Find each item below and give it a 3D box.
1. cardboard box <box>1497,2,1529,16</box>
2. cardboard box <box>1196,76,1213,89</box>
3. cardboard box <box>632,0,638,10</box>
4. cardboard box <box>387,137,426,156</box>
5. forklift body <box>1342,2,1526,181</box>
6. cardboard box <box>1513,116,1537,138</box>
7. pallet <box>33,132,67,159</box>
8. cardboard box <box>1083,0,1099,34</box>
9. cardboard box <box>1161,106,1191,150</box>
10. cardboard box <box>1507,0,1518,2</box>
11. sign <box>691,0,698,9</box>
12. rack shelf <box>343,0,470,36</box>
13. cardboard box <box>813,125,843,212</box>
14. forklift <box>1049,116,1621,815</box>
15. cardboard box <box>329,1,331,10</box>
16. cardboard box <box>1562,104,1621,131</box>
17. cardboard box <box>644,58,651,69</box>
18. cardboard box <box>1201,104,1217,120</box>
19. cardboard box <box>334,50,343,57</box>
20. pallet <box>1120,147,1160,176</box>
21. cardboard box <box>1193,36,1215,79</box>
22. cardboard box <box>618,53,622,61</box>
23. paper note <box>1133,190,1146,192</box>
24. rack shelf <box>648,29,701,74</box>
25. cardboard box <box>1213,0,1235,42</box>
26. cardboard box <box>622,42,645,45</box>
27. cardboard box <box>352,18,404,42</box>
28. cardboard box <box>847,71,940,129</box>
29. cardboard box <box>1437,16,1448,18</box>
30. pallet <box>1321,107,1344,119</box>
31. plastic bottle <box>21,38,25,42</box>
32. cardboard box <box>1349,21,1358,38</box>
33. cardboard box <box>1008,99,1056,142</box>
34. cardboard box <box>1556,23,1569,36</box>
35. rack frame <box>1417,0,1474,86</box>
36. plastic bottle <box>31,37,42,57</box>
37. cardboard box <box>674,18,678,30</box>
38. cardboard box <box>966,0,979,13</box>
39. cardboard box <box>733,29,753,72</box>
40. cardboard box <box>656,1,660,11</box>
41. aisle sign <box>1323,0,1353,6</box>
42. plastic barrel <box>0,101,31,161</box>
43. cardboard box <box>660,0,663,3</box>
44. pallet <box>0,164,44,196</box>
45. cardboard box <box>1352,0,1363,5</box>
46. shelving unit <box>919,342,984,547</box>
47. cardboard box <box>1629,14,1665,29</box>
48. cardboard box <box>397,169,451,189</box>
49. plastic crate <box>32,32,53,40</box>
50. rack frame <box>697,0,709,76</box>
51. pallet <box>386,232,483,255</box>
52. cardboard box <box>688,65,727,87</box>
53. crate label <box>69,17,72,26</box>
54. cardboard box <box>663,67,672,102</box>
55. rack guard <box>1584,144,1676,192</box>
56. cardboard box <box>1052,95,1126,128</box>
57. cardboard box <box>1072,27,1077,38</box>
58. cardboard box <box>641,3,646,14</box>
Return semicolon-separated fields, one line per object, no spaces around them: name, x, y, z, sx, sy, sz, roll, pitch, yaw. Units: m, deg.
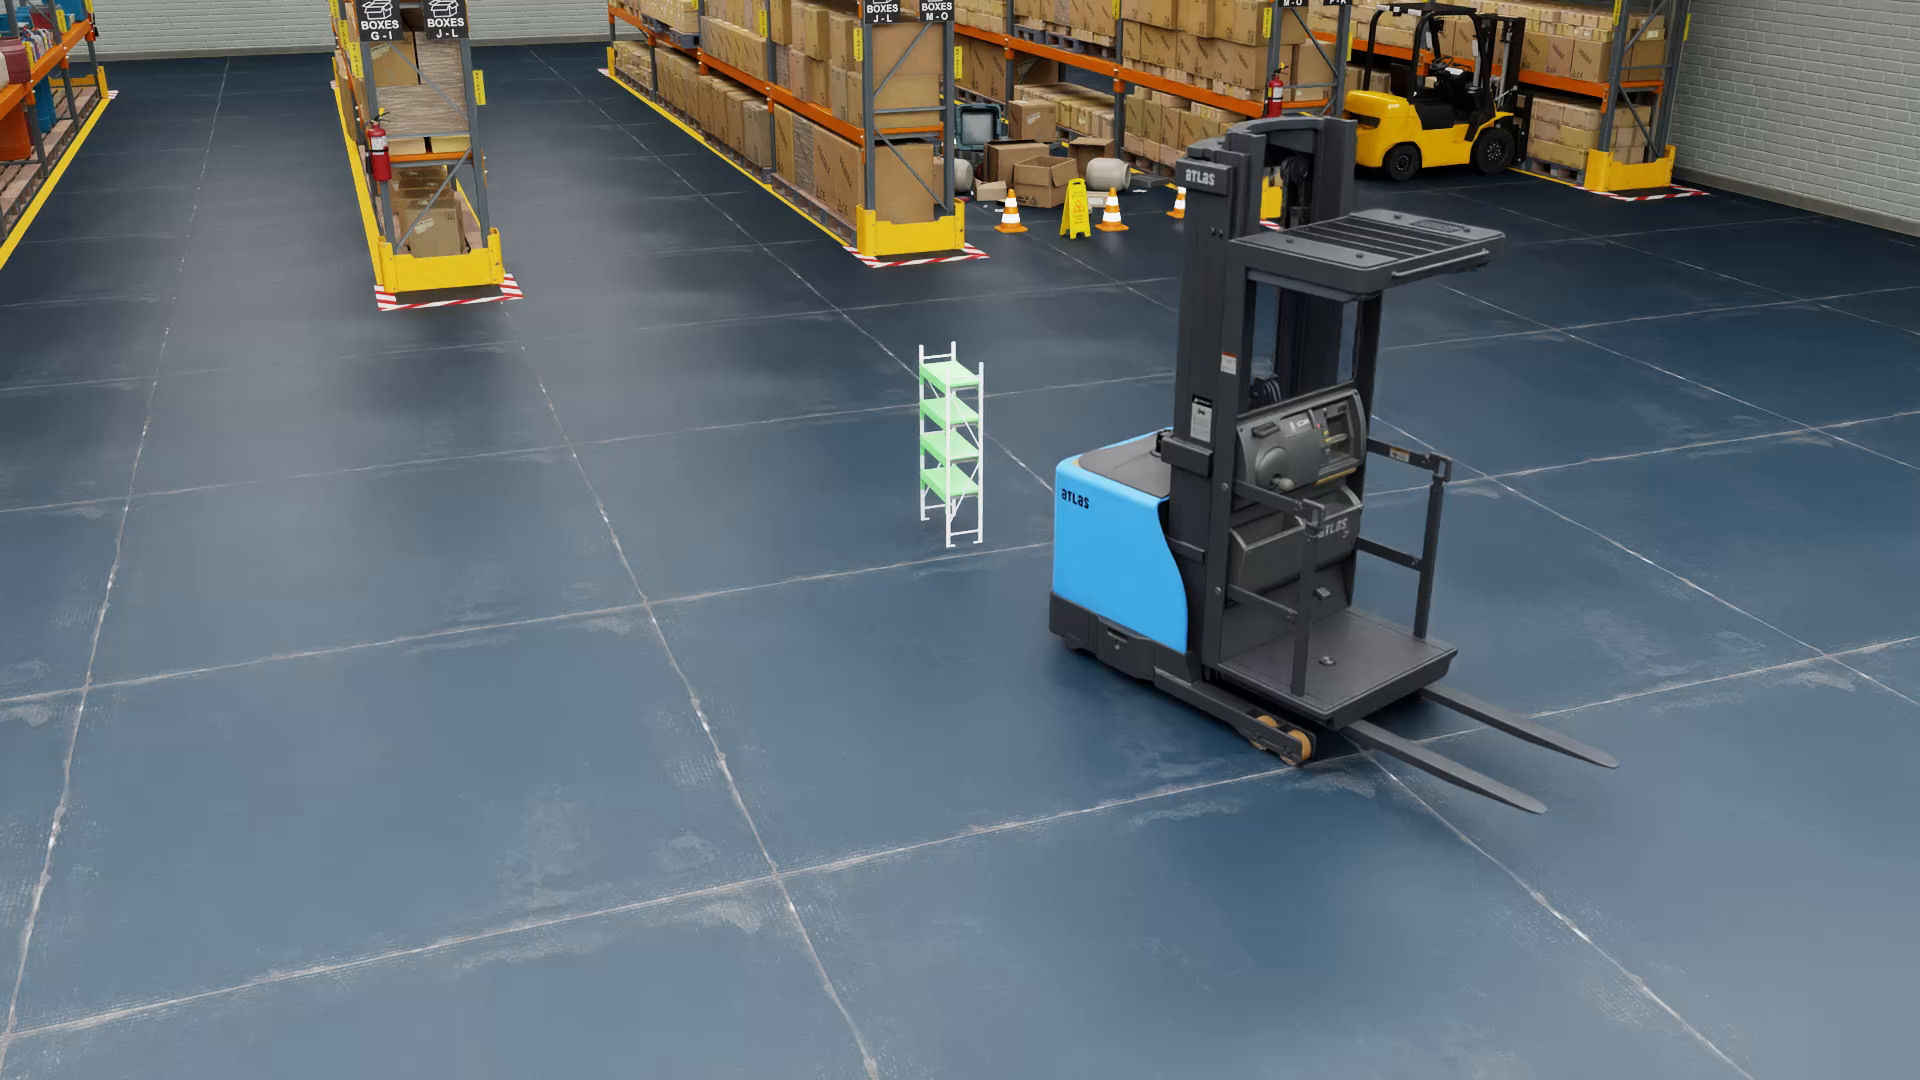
cardboard box;7.641;-7.323;22.915;0.380;0.149;0.250;-8;24;-19
cardboard box;3.197;-5.764;20.888;0.380;0.149;0.250;-9;24;-20
cardboard box;-5.405;-9.472;28.849;0.500;0.500;0.500;-9;24;-20
cardboard box;-5.518;-3.918;16.508;0.380;0.149;0.250;-8;24;-19
forklift body;6.313;-6.049;22.331;2.313;2.155;1.214;-8;24;-19
cardboard box;7.856;-5.660;22.673;0.500;0.250;0.500;-9;24;-20
pallet;-13.428;-5.624;23.823;1.003;0.211;1.213;-8;24;-19
cardboard box;2.080;-7.465;23.547;0.500;0.500;0.500;-8;24;-19
cardboard box;2.971;-5.411;21.760;0.500;0.500;0.500;-7;24;-16
cardboard box;7.975;-7.588;23.545;0.380;0.149;0.250;-9;24;-20
sign;-3.879;-7.929;24.311;0.100;0.325;0.005;-8;24;-19
rack shelf;-5.931;-5.736;17.562;1.077;0.370;4.000;-8;24;-19
cardboard box;-1.162;-4.374;19.460;0.875;0.875;0.875;-9;24;-20
forklift;1.836;-0.472;8.096;1.130;2.935;3.031;-18;29;-36
cardboard box;-10.595;-9.258;28.663;0.500;0.250;0.500;-9;25;-21
cardboard box;8.235;-5.513;21.680;0.500;0.250;0.500;-8;24;-17
cardboard box;-5.284;-8.298;28.939;0.380;0.149;0.250;-8;24;-18
cardboard box;3.242;-5.361;20.806;0.380;0.149;0.250;-8;24;-18
cardboard box;-9.218;-7.304;26.412;1.225;0.875;0.875;-8;24;-19
pallet;2.904;-5.248;22.929;1.003;0.211;1.213;-8;24;-19
cardboard box;3.251;-6.026;20.673;0.500;0.500;0.500;-8;24;-19
cardboard box;-6.212;-9.100;31.226;0.380;0.149;0.250;-8;24;-19
paper note;2.311;-4.489;21.361;0.142;0.019;0.148;-18;29;-37
rack shelf;-4.081;-7.905;26.569;1.077;0.370;4.000;-8;24;-19
cardboard box;3.491;-6.303;20.043;0.700;0.500;0.500;-8;24;-18
cardboard box;-6.123;-9.250;31.197;0.380;0.149;0.250;-8;24;-18
cardboard box;-6.006;-5.132;17.264;0.500;0.500;0.500;-8;24;-19
cardboard box;-0.722;-4.800;18.084;0.875;0.550;0.550;-8;24;-19
cardboard box;7.143;-7.647;24.068;0.380;0.149;0.250;-9;24;-20
pallet;6.545;-6.876;26.792;1.003;0.211;1.213;-8;24;-19
plastic bottle;-13.329;-7.008;23.681;0.097;0.271;0.097;0;23;0
cardboard box;6.335;-8.086;26.265;0.500;0.250;0.500;-8;24;-17
cardboard box;0.979;-5.714;22.688;0.500;0.500;0.500;-8;24;-19
cardboard box;8.075;-6.717;21.860;0.380;0.149;0.250;-9;24;-19
rack frame;7.276;-7.454;24.574;1.000;3.000;0.127;-8;24;-19
plastic bottle;-13.218;-7.034;23.737;0.152;0.276;0.135;-8;24;-19
cardboard box;-4.156;-7.887;25.384;0.380;0.149;0.250;-8;24;-18
cardboard box;0.428;-8.897;27.546;0.500;0.250;0.500;-9;24;-20
cardboard box;-2.753;-6.622;22.471;0.500;0.500;0.500;-8;24;-18
cardboard box;-4.610;-8.495;26.444;0.380;0.149;0.250;-9;24;-20
aisle sign;4.359;-6.537;19.049;0.394;0.787;0.004;-8;24;-19
plastic barrel;-12.873;-5.555;22.321;0.600;0.830;0.708;-8;24;-19
cardboard box;-4.522;-8.541;26.170;0.380;0.149;0.250;-8;24;-17
pallet;-12.446;-4.614;21.426;1.003;0.211;1.213;-8;24;-19
cardboard box;6.303;-8.439;25.946;0.380;0.149;0.250;-9;24;-20
shelving unit;-0.058;-0.613;10.660;0.258;1.200;0.503;-8;24;-19
cardboard box;8.771;-6.634;21.282;0.380;0.149;0.250;-9;24;-20
cardboard box;-6.031;-3.881;18.774;0.500;0.500;0.500;-11;25;-24
plastic crate;-14.128;-7.734;25.501;0.396;0.136;0.243;-8;24;-19
rack frame;-3.374;-7.509;24.705;1.000;3.000;0.127;-8;24;-19
pallet;-5.505;-3.002;17.600;1.003;0.211;1.213;-8;24;-19
cardboard box;-3.861;-7.109;25.467;0.500;0.250;0.500;-9;24;-20
crate label;-14.842;-8.522;27.370;0.396;0.136;0.243;-8;24;-19
cardboard box;-4.586;-7.508;27.378;0.500;0.500;0.500;-7;24;-17
rack guard;8.698;-4.840;21.591;1.175;0.500;0.348;-8;24;-19
cardboard box;1.942;-6.458;25.053;0.950;0.372;0.625;-8;24;-17
cardboard box;1.847;-7.371;24.160;0.380;0.149;0.250;-8;24;-19
cardboard box;-5.078;-8.834;27.631;0.380;0.149;0.250;-10;25;-22
